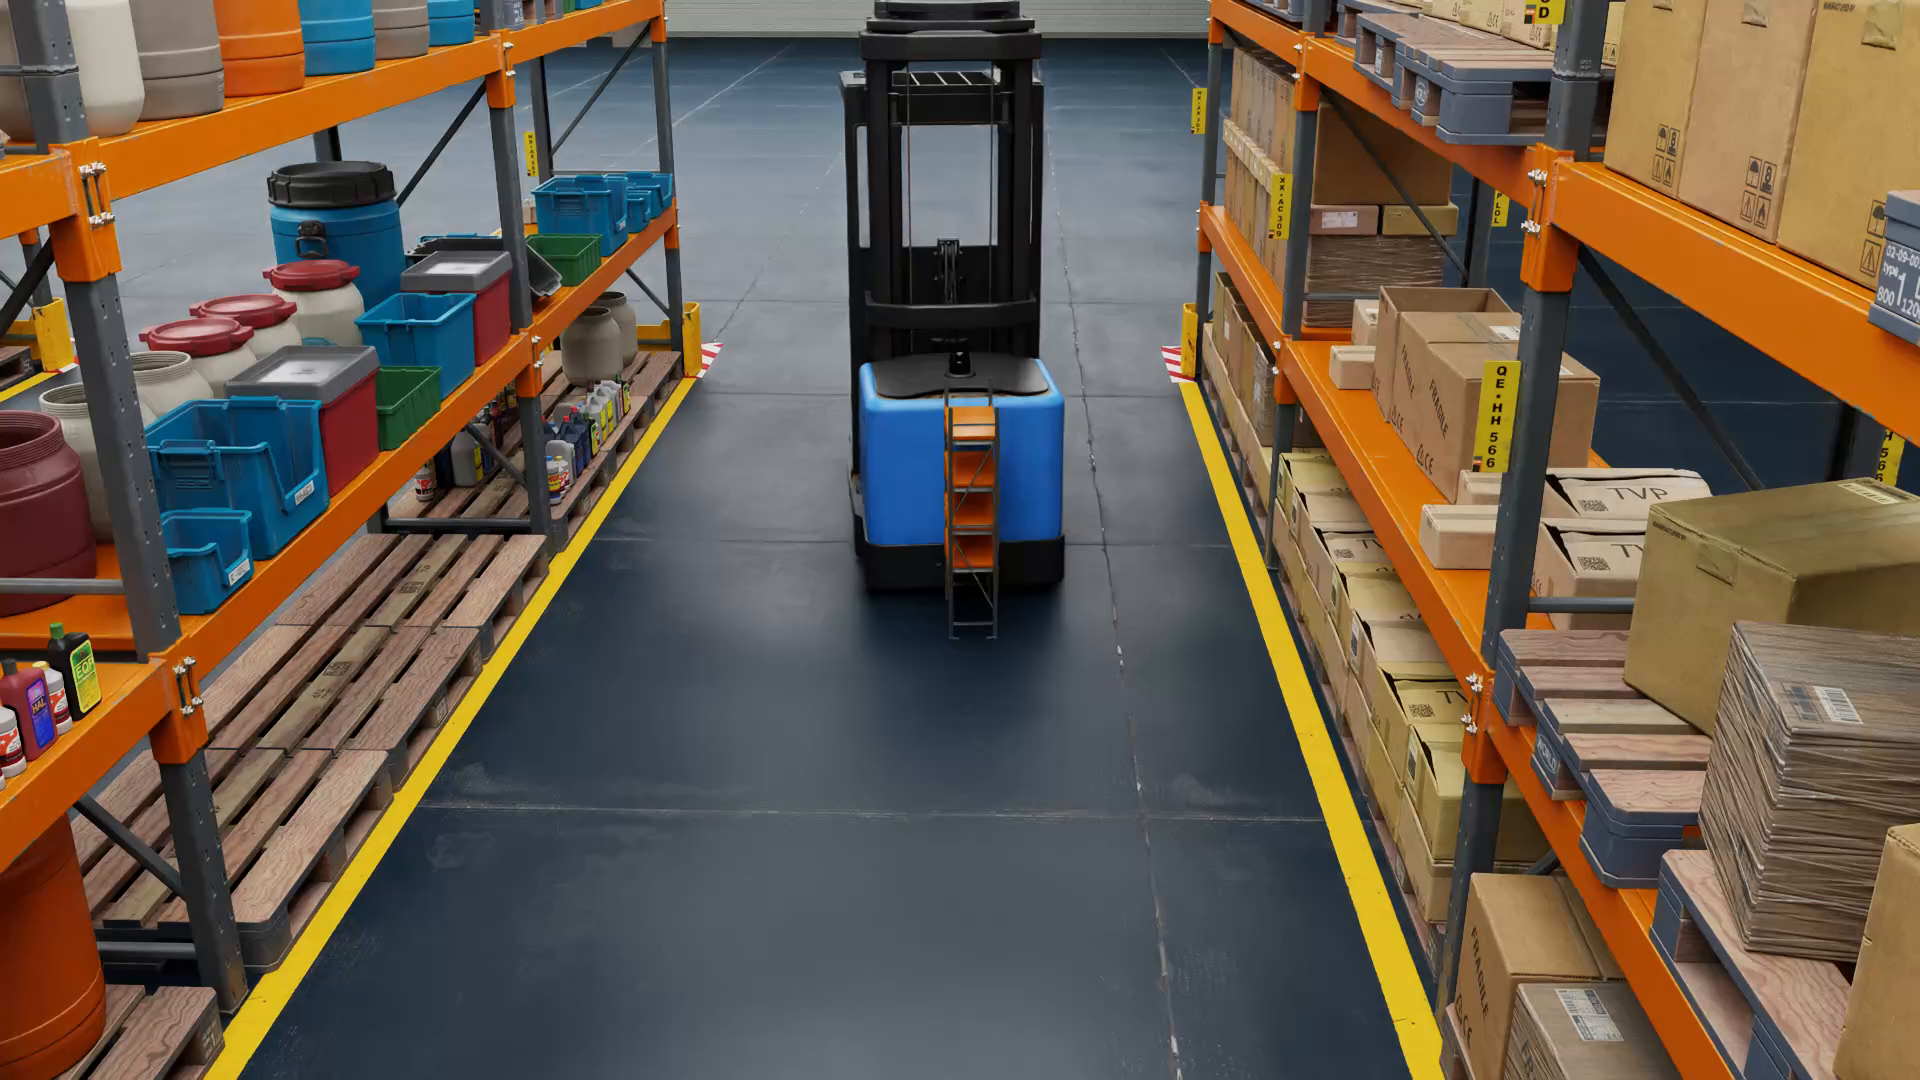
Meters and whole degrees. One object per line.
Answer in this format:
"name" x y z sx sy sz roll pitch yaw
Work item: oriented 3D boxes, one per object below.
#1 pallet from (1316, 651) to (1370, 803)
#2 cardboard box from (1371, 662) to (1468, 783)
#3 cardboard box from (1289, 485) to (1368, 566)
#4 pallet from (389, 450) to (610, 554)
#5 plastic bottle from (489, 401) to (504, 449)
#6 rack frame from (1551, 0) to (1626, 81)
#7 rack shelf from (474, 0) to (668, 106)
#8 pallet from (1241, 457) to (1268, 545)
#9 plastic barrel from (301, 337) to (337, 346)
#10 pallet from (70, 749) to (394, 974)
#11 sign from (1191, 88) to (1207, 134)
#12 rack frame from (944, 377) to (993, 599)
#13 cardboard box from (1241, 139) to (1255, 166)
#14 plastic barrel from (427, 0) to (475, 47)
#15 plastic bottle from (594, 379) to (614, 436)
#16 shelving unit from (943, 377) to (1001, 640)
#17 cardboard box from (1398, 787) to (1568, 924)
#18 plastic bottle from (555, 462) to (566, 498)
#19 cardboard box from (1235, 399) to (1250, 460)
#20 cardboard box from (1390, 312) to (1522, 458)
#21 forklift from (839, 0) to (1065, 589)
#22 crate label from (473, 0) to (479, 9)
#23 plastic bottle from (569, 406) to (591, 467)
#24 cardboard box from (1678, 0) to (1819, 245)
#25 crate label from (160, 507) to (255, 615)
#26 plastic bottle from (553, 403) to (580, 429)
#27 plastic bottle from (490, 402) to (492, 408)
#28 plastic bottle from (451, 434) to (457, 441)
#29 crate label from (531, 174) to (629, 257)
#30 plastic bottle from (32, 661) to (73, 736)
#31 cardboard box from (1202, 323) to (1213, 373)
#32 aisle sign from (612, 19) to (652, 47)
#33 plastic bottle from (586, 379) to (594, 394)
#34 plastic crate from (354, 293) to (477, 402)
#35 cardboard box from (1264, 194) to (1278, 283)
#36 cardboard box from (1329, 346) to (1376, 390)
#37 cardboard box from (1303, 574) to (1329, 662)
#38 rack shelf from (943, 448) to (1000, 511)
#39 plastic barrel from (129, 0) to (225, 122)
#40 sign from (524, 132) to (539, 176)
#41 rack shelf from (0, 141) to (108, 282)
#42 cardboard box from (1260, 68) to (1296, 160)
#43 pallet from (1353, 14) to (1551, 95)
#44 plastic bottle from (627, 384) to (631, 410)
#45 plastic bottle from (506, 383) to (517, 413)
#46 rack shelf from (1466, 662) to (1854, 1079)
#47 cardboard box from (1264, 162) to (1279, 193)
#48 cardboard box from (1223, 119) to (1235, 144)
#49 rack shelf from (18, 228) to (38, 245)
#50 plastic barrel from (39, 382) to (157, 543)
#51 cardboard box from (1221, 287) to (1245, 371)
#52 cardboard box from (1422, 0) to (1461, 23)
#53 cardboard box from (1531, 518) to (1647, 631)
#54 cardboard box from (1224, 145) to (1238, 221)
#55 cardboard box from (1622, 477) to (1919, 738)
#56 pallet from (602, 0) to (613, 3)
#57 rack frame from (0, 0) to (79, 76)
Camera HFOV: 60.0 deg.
"pallet" 2.164 0.764 7.269 1.003 0.211 1.213 1 21 2
"cardboard box" 1.839 0.645 6.164 0.500 0.311 0.500 0 21 1
"cardboard box" 1.899 -0.093 8.068 0.500 0.311 0.500 0 21 1
"pallet" -2.707 -0.244 9.865 1.003 0.211 1.213 1 21 2
"plastic bottle" -2.907 -0.720 10.385 0.061 0.283 0.133 1 21 2
"rack frame" 2.060 -2.596 3.779 1.000 3.000 0.127 1 21 2
"rack shelf" -2.709 -3.087 10.187 1.077 0.370 4.000 1 21 2
"pallet" 2.248 -0.233 9.836 1.003 0.211 1.213 1 21 2
"plastic barrel" -2.963 -0.760 7.532 0.301 0.262 0.301 0 21 0
"pallet" -2.829 1.165 6.234 1.003 0.211 1.213 1 21 2
"sign" 1.749 -3.140 12.170 0.100 0.325 0.005 1 21 2
"rack frame" 0.042 -0.249 8.487 0.240 1.200 0.015 -1 22 -3
"cardboard box" 2.046 -2.528 10.862 0.380 0.149 0.250 0 21 0
"plastic barrel" -2.568 -2.747 7.623 0.600 0.901 0.708 1 21 2
"plastic bottle" -2.306 -0.848 10.621 0.144 0.351 0.185 2 21 4
"shelving unit" 0.054 -0.157 8.261 0.258 1.200 0.503 -1 22 -3
"cardboard box" 1.832 1.094 5.783 0.500 0.250 0.500 1 21 3
"plastic bottle" -2.318 -0.349 9.542 0.097 0.201 0.097 0 21 0
"cardboard box" 2.003 -0.691 10.384 0.500 0.250 0.500 1 21 2
"cardboard box" 2.111 -0.643 6.901 0.500 0.500 0.500 1 21 2
"forklift" -0.113 -1.604 9.612 1.130 2.935 3.031 -2 21 -5
"crate label" -3.035 -3.403 10.213 0.502 0.251 0.408 1 21 2
"plastic bottle" -2.324 -0.627 10.052 0.144 0.351 0.185 0 21 -1
"cardboard box" 2.065 -0.902 3.421 0.910 0.500 0.500 1 21 2
"crate label" -2.504 0.075 5.421 0.303 0.233 0.416 1 21 2
"plastic bottle" -2.460 -0.738 10.442 0.152 0.276 0.135 1 21 2
"plastic bottle" -3.031 -0.800 10.704 0.097 0.201 0.097 0 21 0
"plastic bottle" -3.032 -0.577 9.923 0.144 0.351 0.185 0 21 -1
"crate label" -2.433 -2.096 10.734 0.502 0.435 0.616 1 21 2
"plastic bottle" -2.499 0.430 4.548 0.097 0.201 0.097 0 21 0
"cardboard box" 2.065 -1.414 12.247 0.500 0.250 0.500 1 21 2
"aisle sign" -2.349 -3.982 12.052 0.394 0.787 0.004 1 21 2
"plastic bottle" -2.407 -0.928 10.920 0.061 0.283 0.133 1 21 2
"plastic crate" -2.492 -0.892 7.702 0.392 0.384 0.575 1 21 2
"cardboard box" 2.217 -1.825 9.947 0.700 0.500 0.500 1 21 2
"cardboard box" 1.950 -0.810 7.817 0.380 0.149 0.250 1 21 2
"cardboard box" 1.892 0.356 7.685 0.500 0.250 0.500 0 21 0
"rack shelf" 0.054 -0.302 8.202 0.258 0.148 0.480 -1 22 -3
"plastic barrel" -2.649 -1.782 5.134 0.600 0.901 0.600 0 21 0
"sign" -3.197 -2.884 12.433 0.100 0.325 0.005 1 21 2
"rack shelf" -2.952 -0.195 2.732 1.077 0.370 4.000 1 21 2
"cardboard box" 2.234 -2.602 10.156 0.700 0.500 0.500 1 21 2
"pallet" 2.022 -1.760 6.033 1.003 0.211 1.213 2 21 4
"plastic bottle" -2.265 -0.979 11.166 0.097 0.201 0.097 0 21 0
"plastic bottle" -3.018 -0.958 11.113 0.097 0.201 0.097 0 21 0
"rack shelf" 1.999 1.259 3.131 1.077 0.370 4.000 1 21 2
"cardboard box" 2.016 -2.154 9.899 0.380 0.149 0.250 1 21 3
"cardboard box" 2.076 -2.901 11.824 0.380 0.149 0.250 0 21 1
"rack shelf" -7.659 -1.743 10.870 1.077 0.370 4.000 1 21 2
"plastic barrel" -3.073 -0.281 5.953 0.421 0.512 0.421 0 21 0
"cardboard box" 2.049 -1.402 11.179 0.500 0.500 0.500 1 21 2
"cardboard box" 2.062 -2.079 6.221 0.500 0.250 0.500 -1 21 -3
"cardboard box" 2.115 0.111 5.218 0.500 0.311 0.500 2 21 5
"cardboard box" 2.276 -2.570 11.867 0.700 0.500 0.500 1 21 2
"cardboard box" 2.153 0.187 4.180 0.700 0.500 0.500 -7 22 -16
"pallet" -2.771 -3.760 11.187 1.003 0.211 1.213 1 21 2
"rack frame" -2.891 -2.652 3.923 1.000 3.000 0.127 1 21 2
